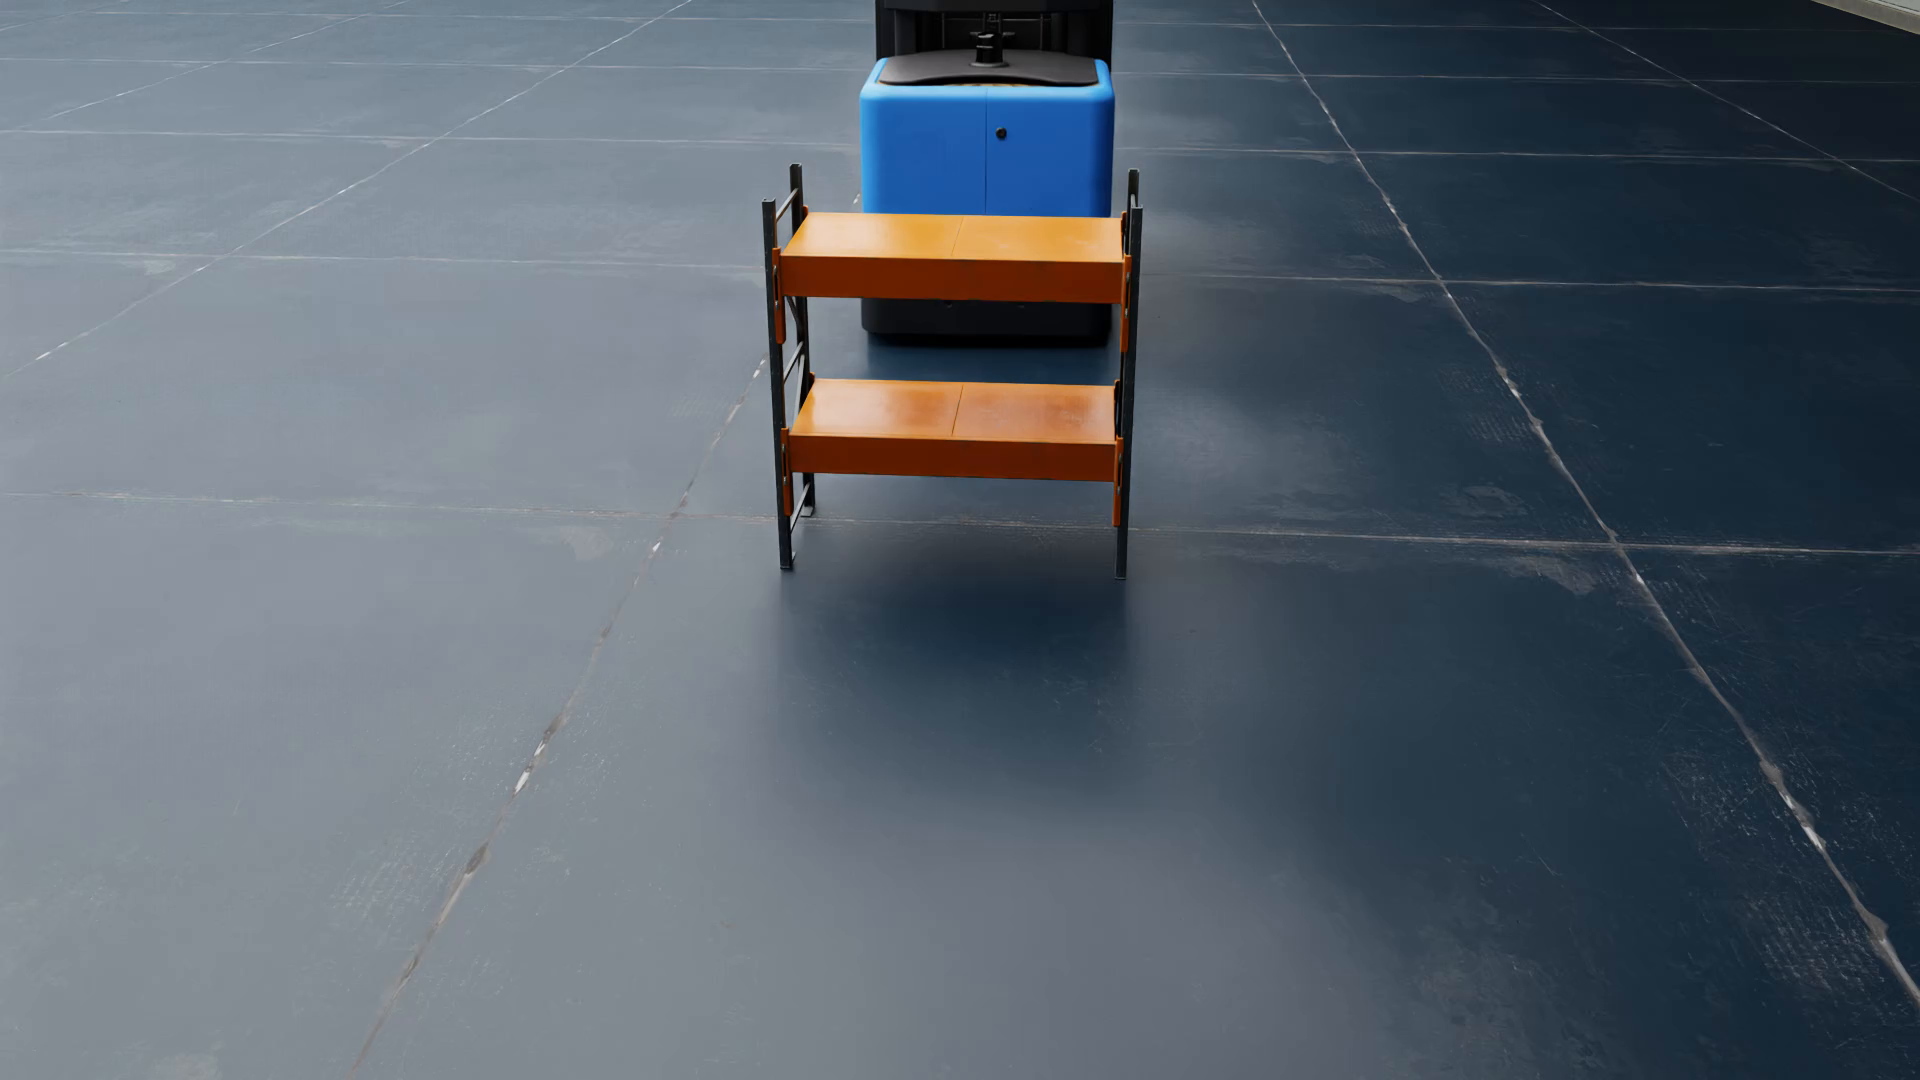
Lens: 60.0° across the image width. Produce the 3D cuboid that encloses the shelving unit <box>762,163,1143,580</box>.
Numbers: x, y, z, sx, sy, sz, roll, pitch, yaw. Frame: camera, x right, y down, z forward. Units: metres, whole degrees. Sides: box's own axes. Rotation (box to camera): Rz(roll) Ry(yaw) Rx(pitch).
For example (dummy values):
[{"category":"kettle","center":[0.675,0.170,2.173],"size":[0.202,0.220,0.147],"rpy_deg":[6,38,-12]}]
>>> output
[{"category":"shelving unit","center":[-0.007,-0.511,5.015],"size":[1.048,1.125,0.538],"rpy_deg":[2,25,4]}]

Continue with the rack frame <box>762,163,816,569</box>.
[{"category":"rack frame","center":[-0.514,-0.527,5.051],"size":[0.032,1.125,0.500],"rpy_deg":[2,25,4]}]

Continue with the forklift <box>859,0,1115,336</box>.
[{"category":"forklift","center":[0.166,-2.753,7.727],"size":[1.130,2.935,3.031],"rpy_deg":[1,25,2]}]

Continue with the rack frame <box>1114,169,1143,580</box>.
[{"category":"rack frame","center":[0.500,-0.495,4.980],"size":[0.032,1.125,0.500],"rpy_deg":[2,25,4]}]

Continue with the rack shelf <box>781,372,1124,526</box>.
[{"category":"rack shelf","center":[-0.007,-0.289,5.118],"size":[1.000,0.278,0.538],"rpy_deg":[2,25,4]}]

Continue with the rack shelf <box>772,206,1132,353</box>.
[{"category":"rack shelf","center":[-0.007,-0.777,4.893],"size":[1.000,0.278,0.538],"rpy_deg":[2,25,4]}]
